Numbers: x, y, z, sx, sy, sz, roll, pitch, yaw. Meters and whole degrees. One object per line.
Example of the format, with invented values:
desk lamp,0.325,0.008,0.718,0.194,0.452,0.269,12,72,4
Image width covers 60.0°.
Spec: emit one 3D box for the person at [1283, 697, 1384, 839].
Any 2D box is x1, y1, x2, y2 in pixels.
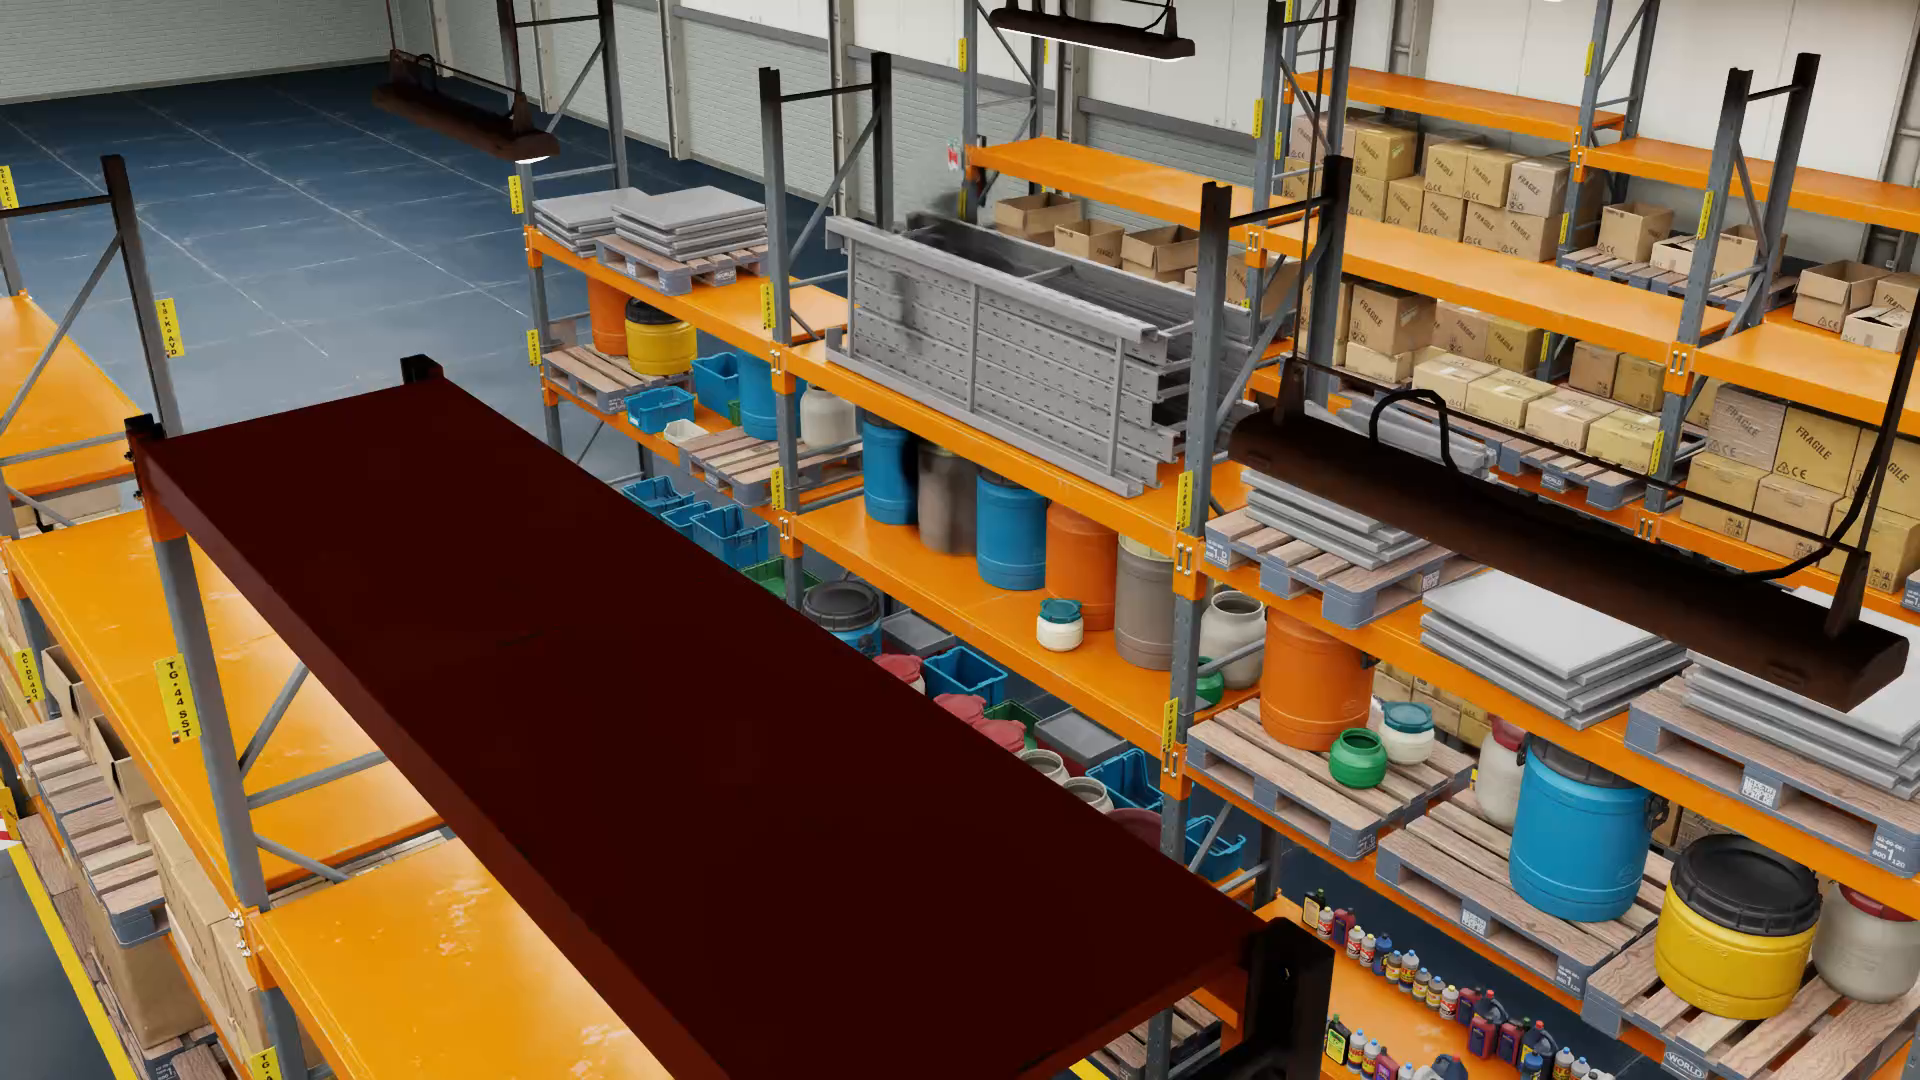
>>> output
person,2.748,1.622,12.302,0.739,1.761,0.587,18,31,33
